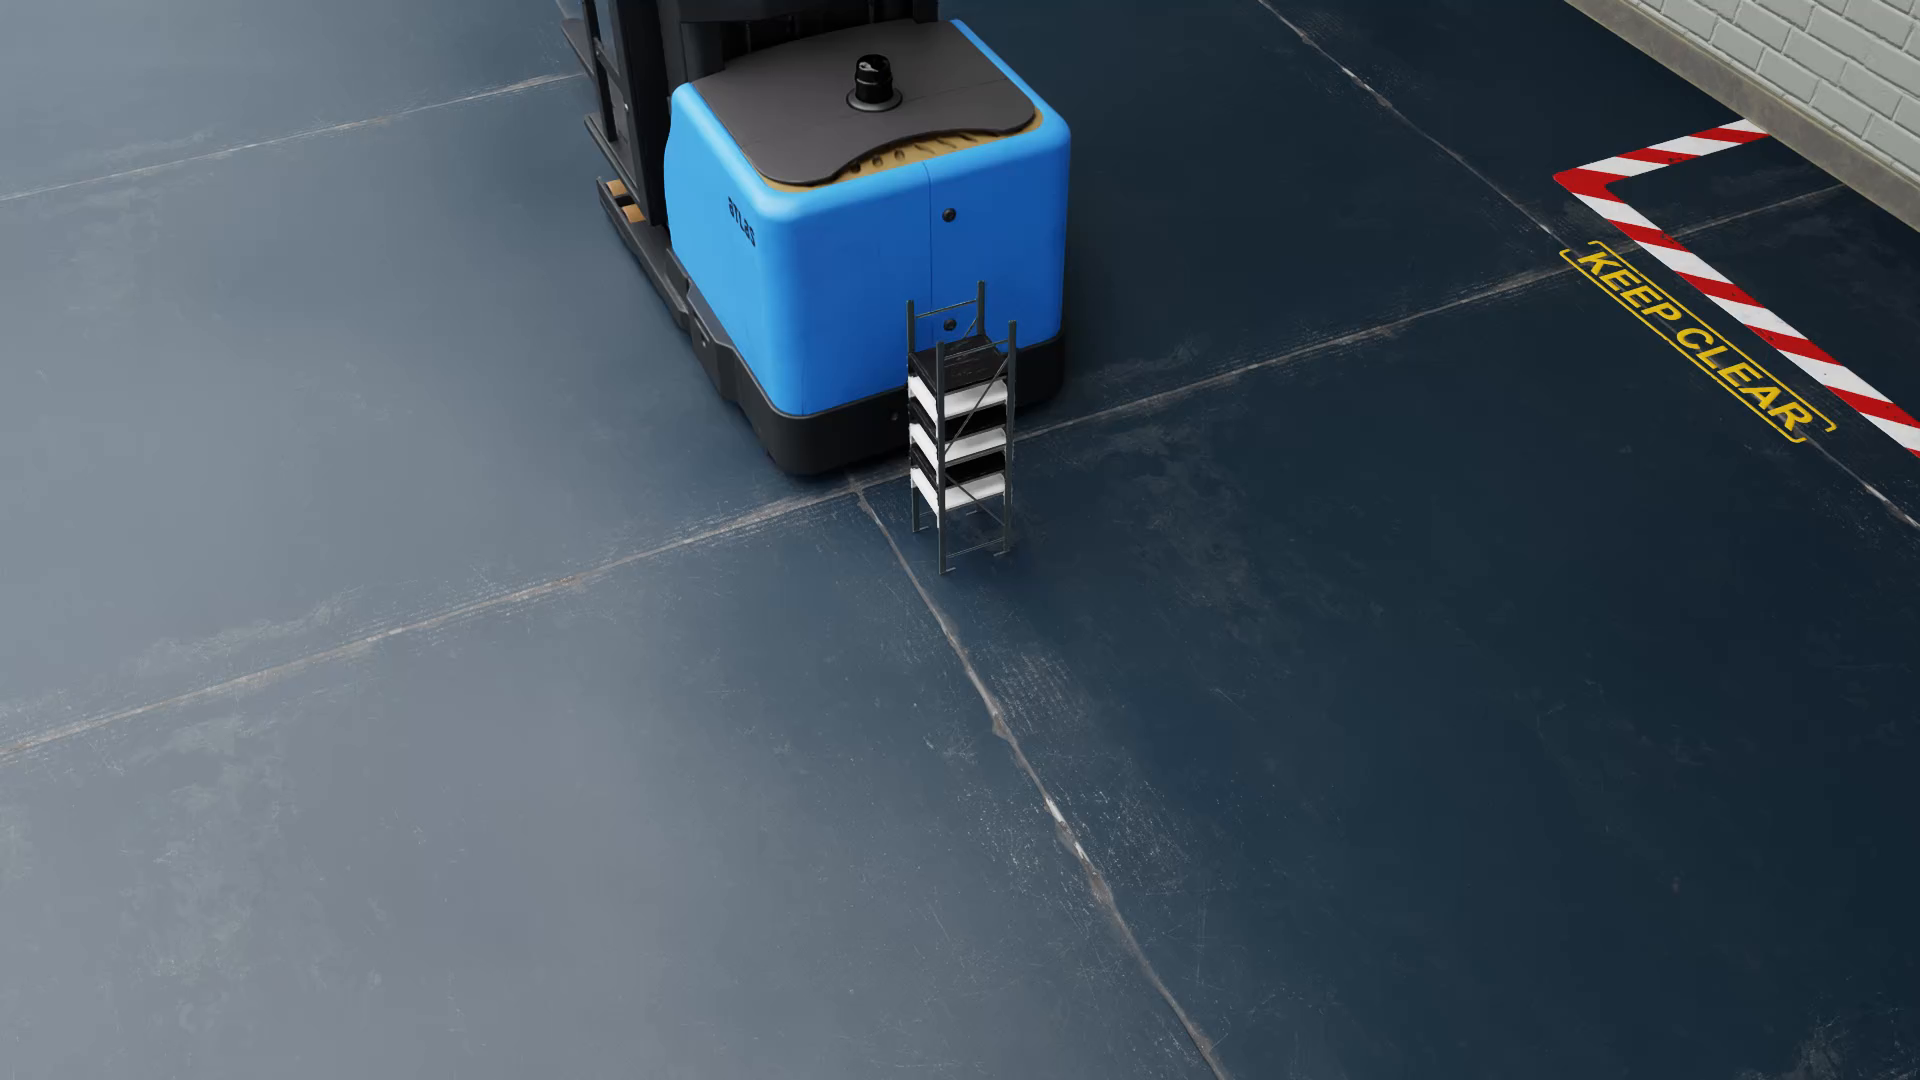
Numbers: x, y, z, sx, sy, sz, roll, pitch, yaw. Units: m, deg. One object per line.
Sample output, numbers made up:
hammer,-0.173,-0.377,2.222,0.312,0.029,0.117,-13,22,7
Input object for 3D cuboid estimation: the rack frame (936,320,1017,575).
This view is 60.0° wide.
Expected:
rack frame,0.046,-0.250,4.863,0.240,0.900,0.006,-18,47,-17

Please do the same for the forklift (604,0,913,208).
forklift,-0.752,-2.293,5.487,1.121,2.935,3.031,-19,48,-19

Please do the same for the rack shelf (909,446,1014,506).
rack shelf,0.003,-0.227,5.015,0.258,0.077,0.200,-18,47,-17

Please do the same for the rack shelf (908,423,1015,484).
rack shelf,0.003,-0.291,4.952,0.258,0.077,0.200,-18,47,-17

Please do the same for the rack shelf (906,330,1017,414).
rack shelf,0.003,-0.484,4.762,0.258,0.077,0.200,-18,47,-17

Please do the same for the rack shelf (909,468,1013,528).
rack shelf,-1.300,-6.738,11.883,6.000,0.275,18.464,-18,47,-17

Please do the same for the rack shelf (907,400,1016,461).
rack shelf,0.003,-0.355,4.889,0.258,0.077,0.200,-18,47,-17

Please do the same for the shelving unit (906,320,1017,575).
shelving unit,-1.299,-6.959,11.662,6.000,0.900,18.469,-18,47,-17
